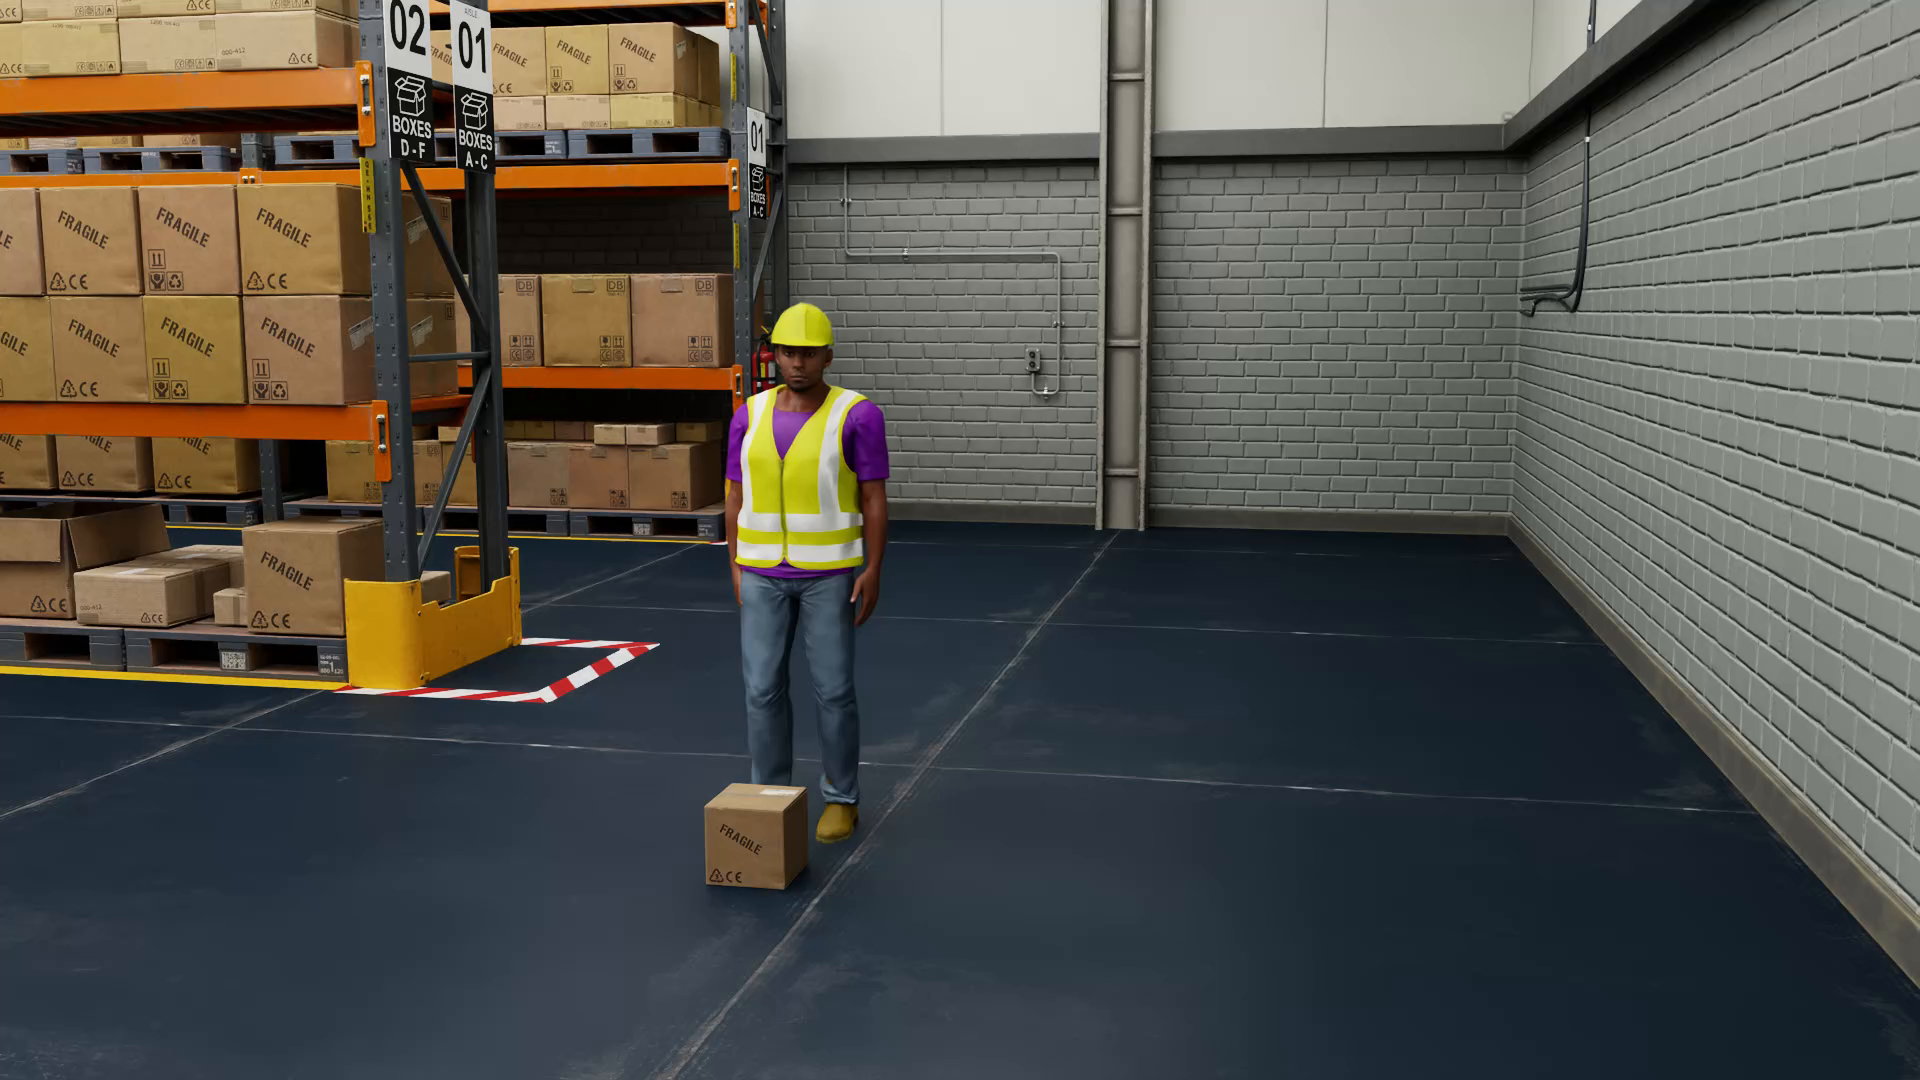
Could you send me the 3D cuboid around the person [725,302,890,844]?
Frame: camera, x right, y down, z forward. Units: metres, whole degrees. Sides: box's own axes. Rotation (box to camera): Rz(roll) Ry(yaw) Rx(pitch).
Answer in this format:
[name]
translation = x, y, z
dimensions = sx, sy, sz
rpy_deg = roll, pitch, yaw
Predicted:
[person]
translation = -0.516, 0.107, 5.514
dimensions = 0.565, 1.773, 0.369
rpy_deg = 2, 8, 12
